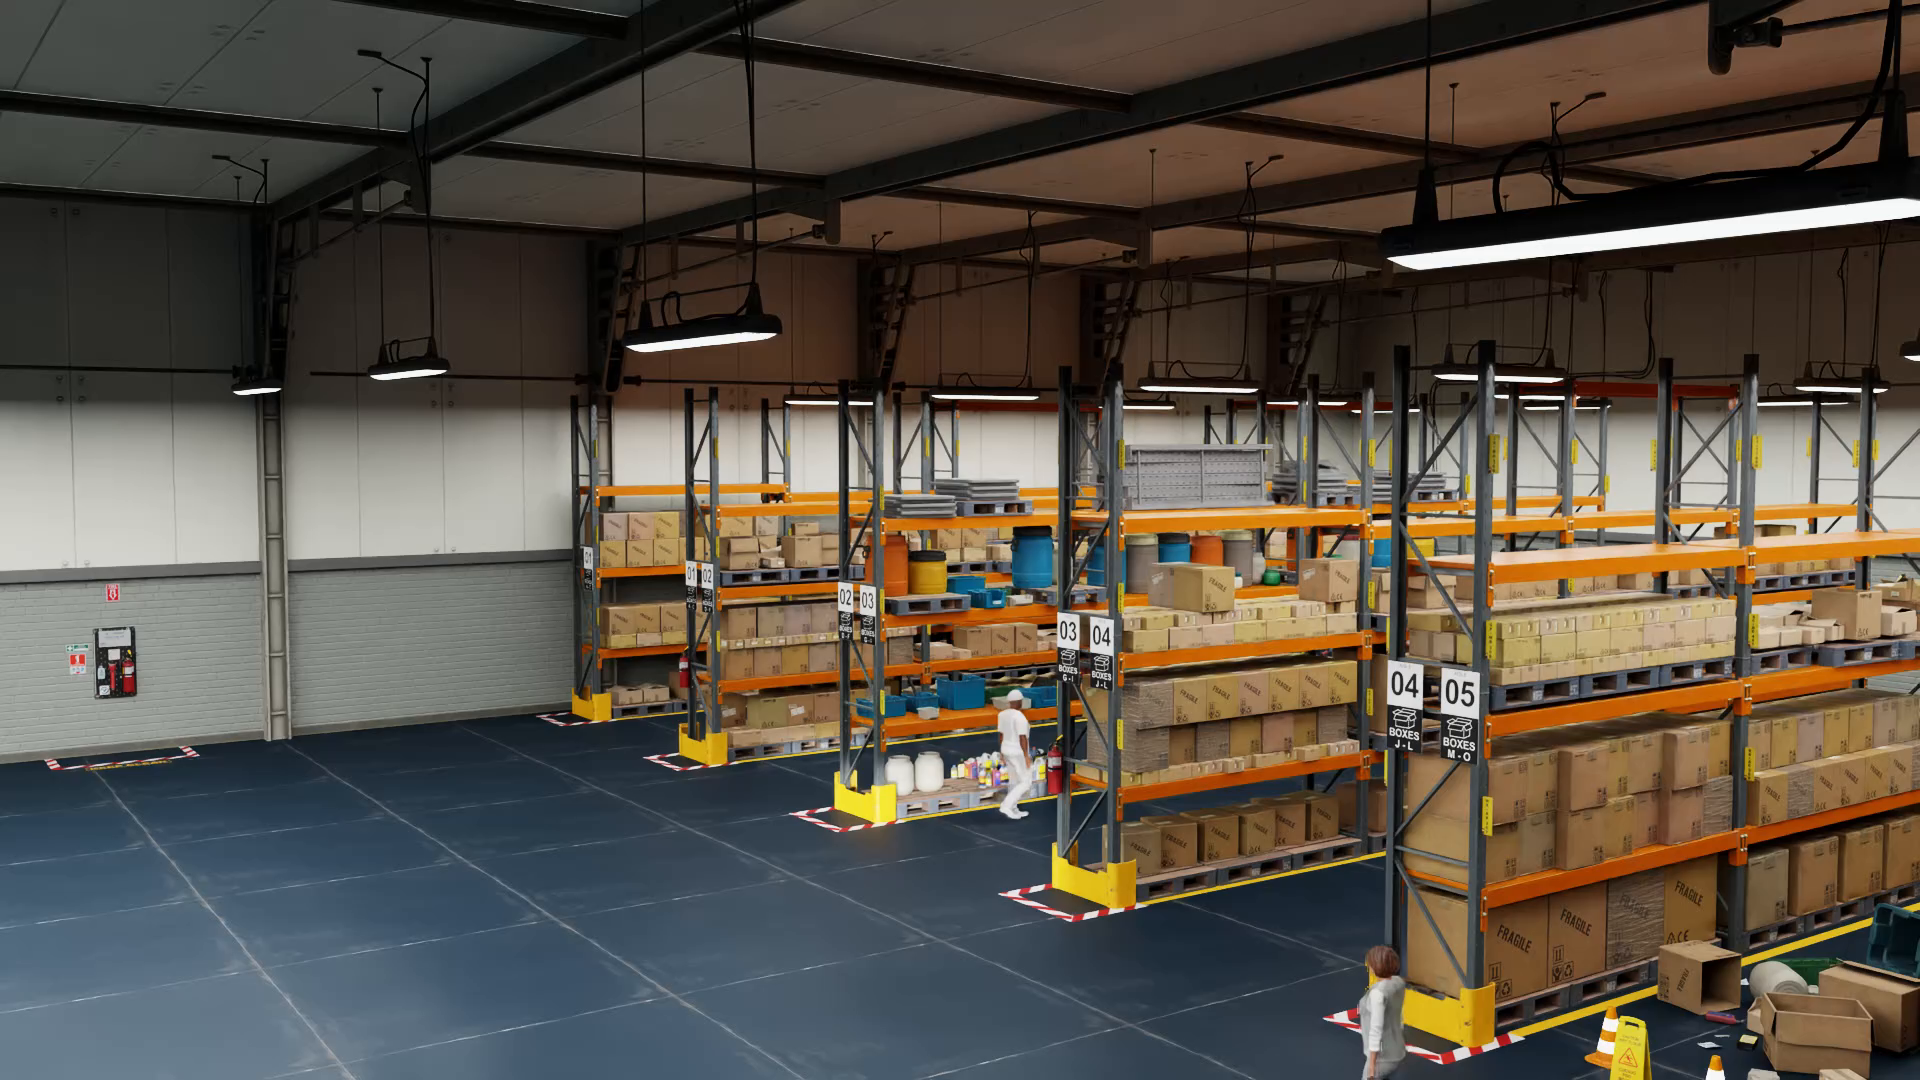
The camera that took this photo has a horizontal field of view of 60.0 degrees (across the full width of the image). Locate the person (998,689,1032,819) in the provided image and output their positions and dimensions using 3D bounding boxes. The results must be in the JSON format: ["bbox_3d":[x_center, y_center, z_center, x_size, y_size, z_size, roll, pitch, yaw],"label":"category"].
[{"bbox_3d":[0.721,2.925,22.669,0.523,1.766,0.587,-2,4,-26],"label":"person"}]

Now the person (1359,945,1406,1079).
[{"bbox_3d":[3.046,3.646,11.732,0.607,1.581,0.417,2,4,24],"label":"person"}]
